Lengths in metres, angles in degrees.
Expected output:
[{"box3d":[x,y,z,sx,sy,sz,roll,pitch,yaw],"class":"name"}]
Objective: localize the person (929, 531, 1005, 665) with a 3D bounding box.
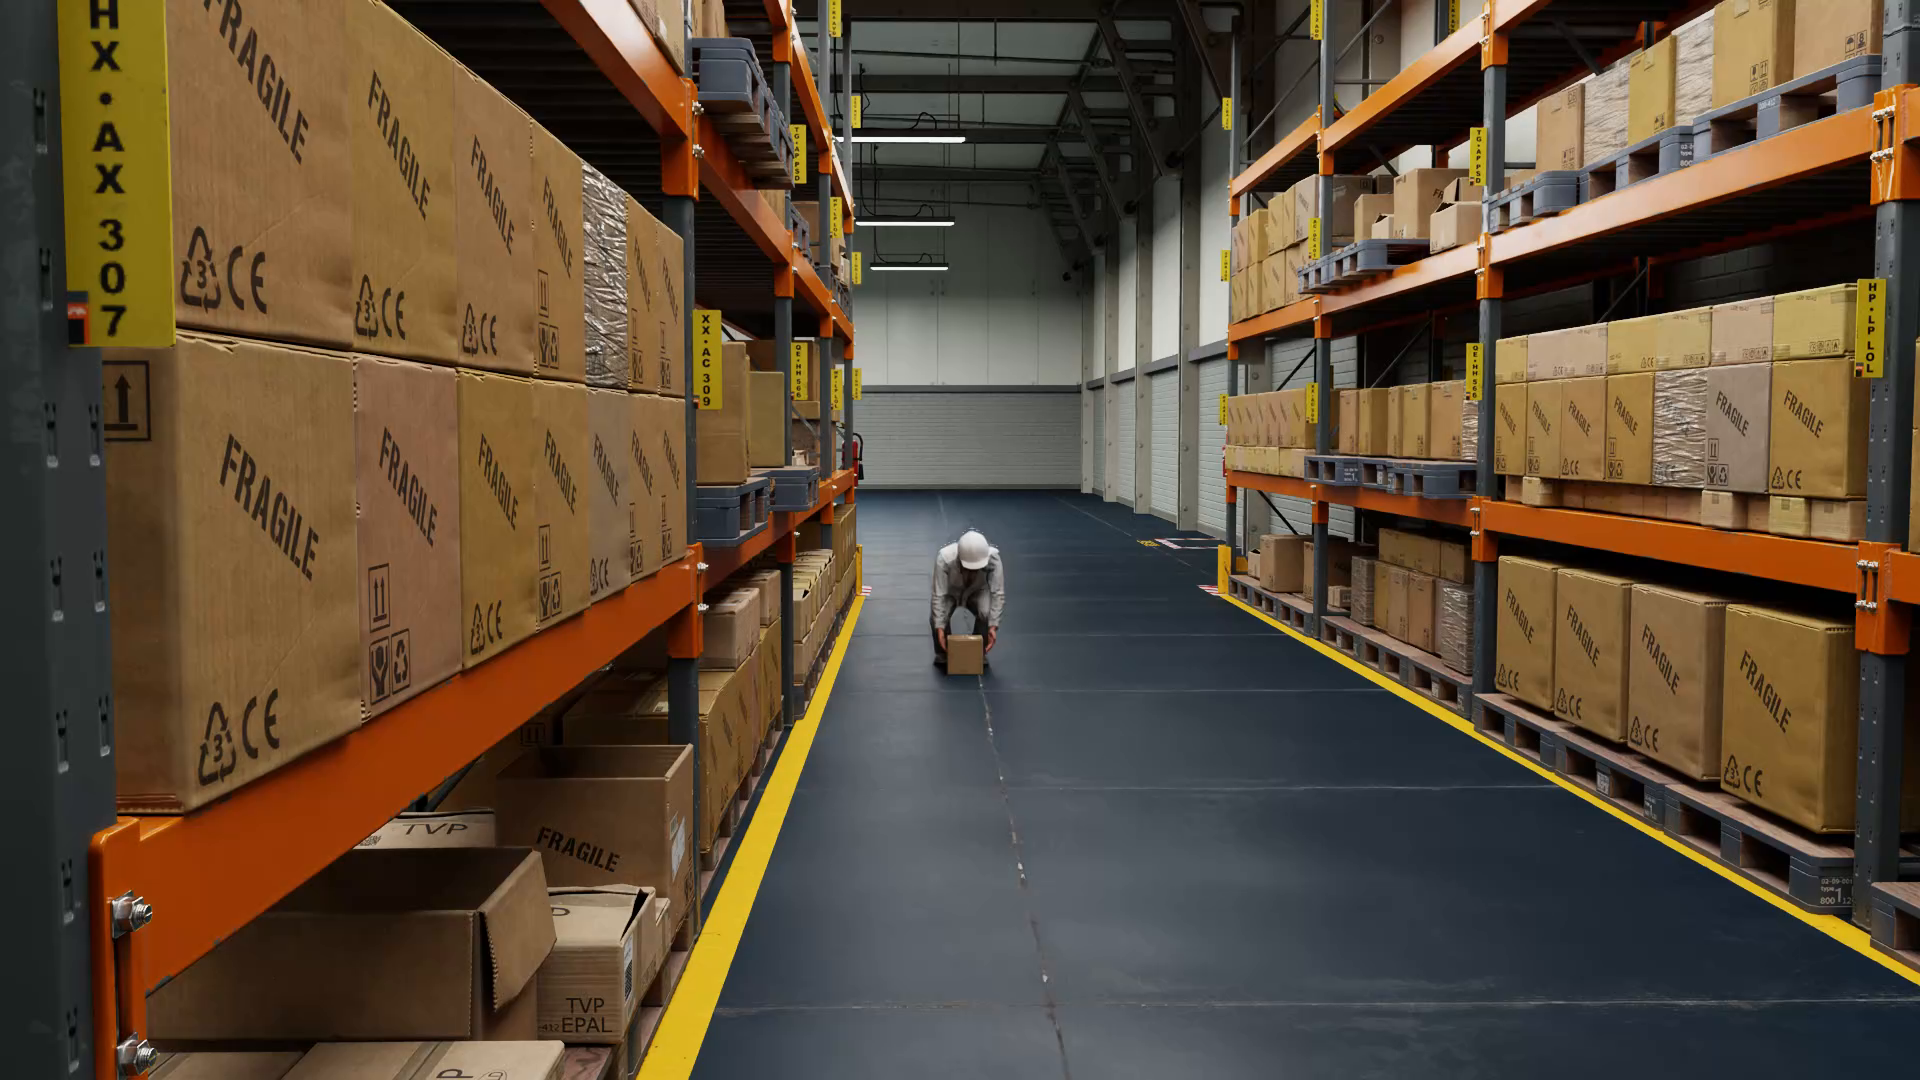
[{"box3d":[0.048,0.418,12.075,0.547,1.000,0.900,0,4,-1],"class":"person"}]
